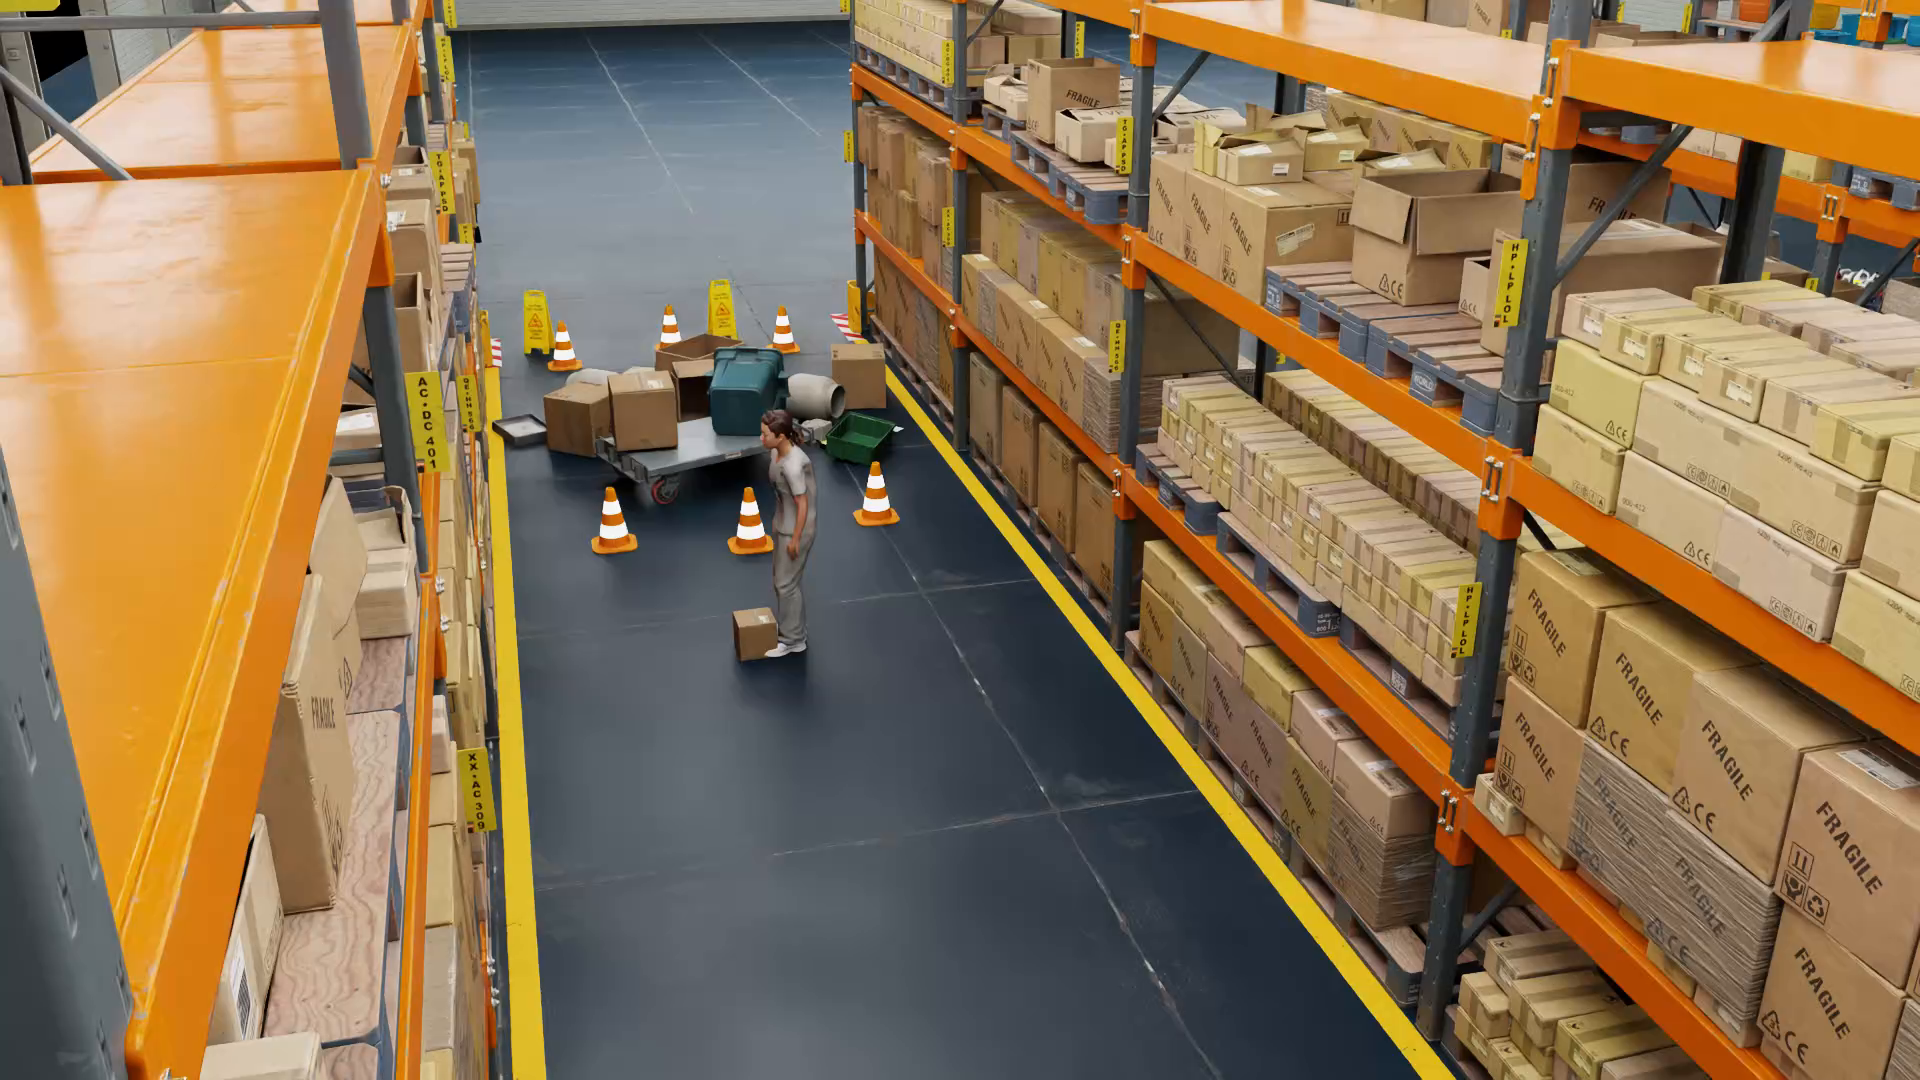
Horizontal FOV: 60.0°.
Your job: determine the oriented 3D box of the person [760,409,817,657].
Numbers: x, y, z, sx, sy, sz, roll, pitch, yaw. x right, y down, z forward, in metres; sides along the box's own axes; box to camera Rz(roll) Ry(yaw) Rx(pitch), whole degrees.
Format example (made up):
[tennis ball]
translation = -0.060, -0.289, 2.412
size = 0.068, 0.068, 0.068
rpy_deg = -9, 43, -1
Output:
[person]
translation = -1.136, -0.061, 10.743
size = 0.416, 1.671, 0.505
rpy_deg = -8, 24, -17
